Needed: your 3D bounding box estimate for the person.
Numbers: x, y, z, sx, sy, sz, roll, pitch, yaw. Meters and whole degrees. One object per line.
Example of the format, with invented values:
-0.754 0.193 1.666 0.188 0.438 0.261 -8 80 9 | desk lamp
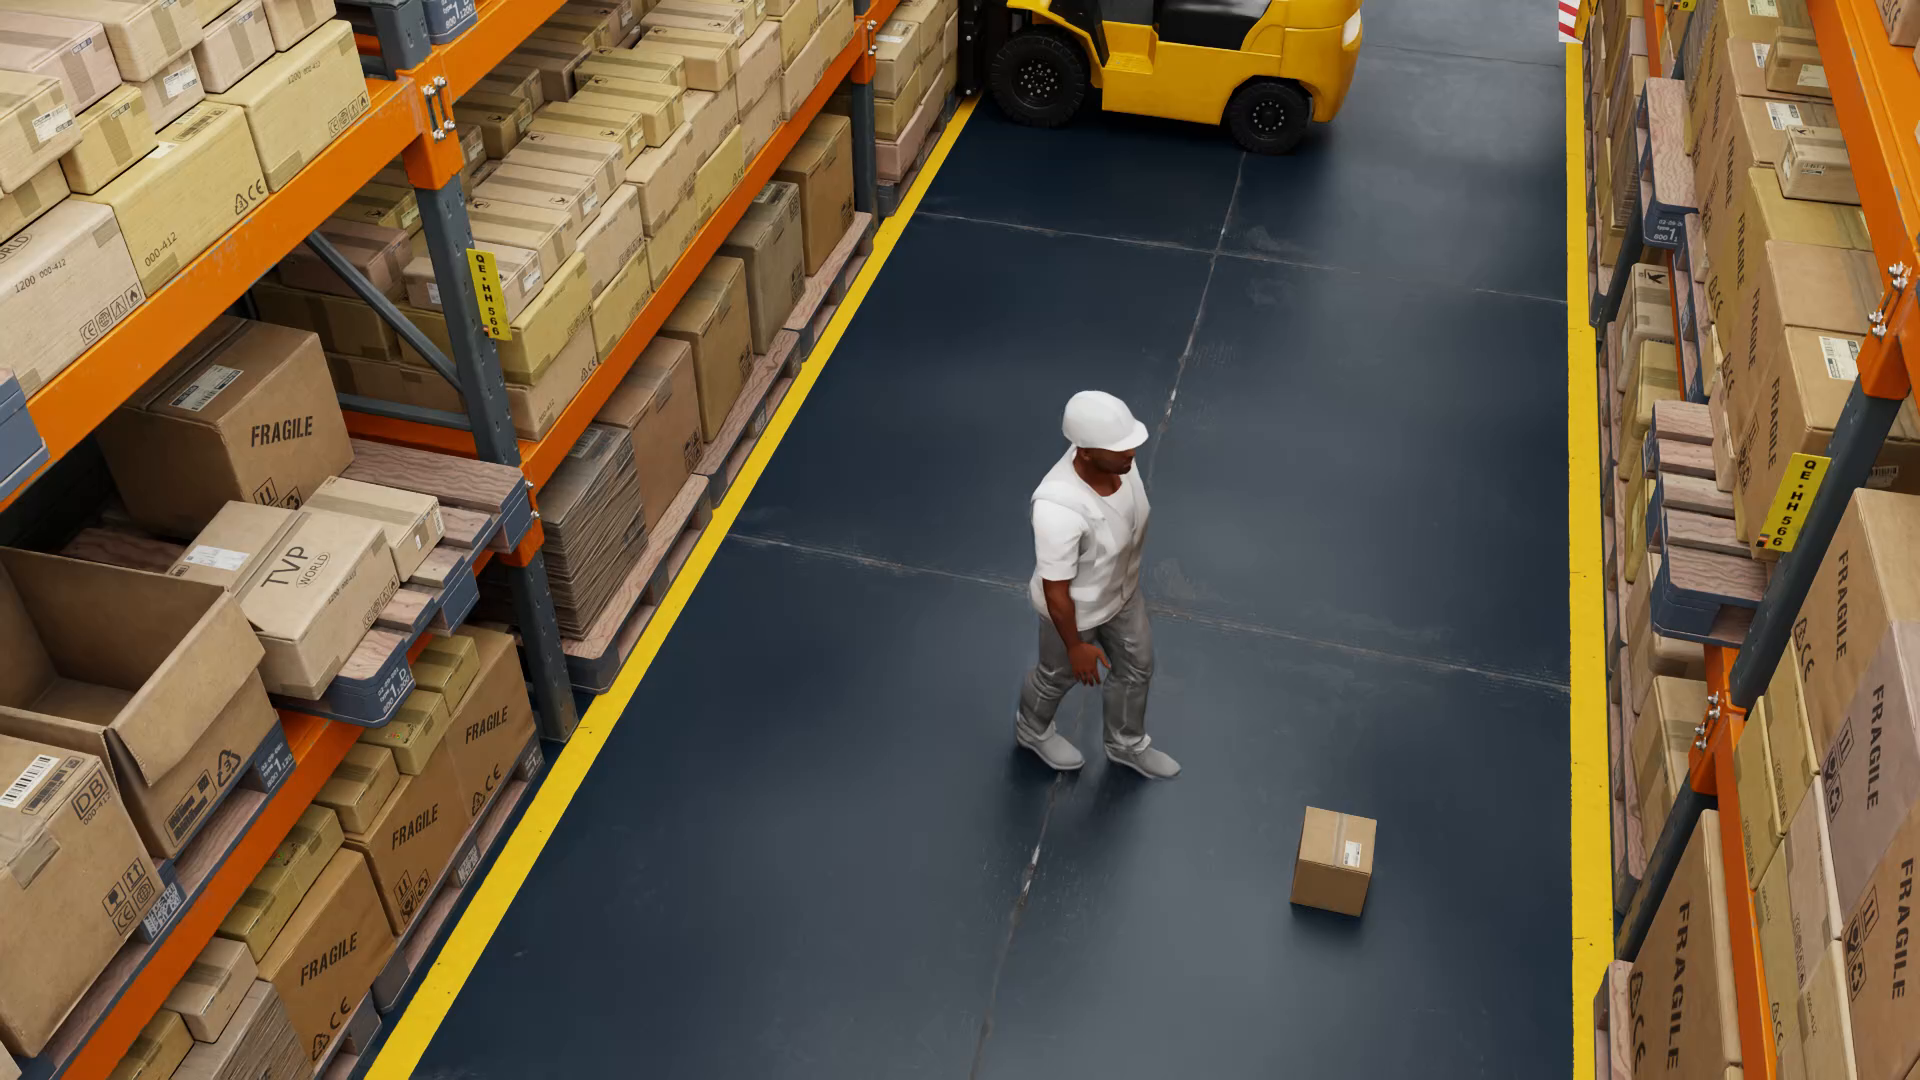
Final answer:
0.474 0.228 5.870 0.631 1.793 0.578 26 47 27 | person
